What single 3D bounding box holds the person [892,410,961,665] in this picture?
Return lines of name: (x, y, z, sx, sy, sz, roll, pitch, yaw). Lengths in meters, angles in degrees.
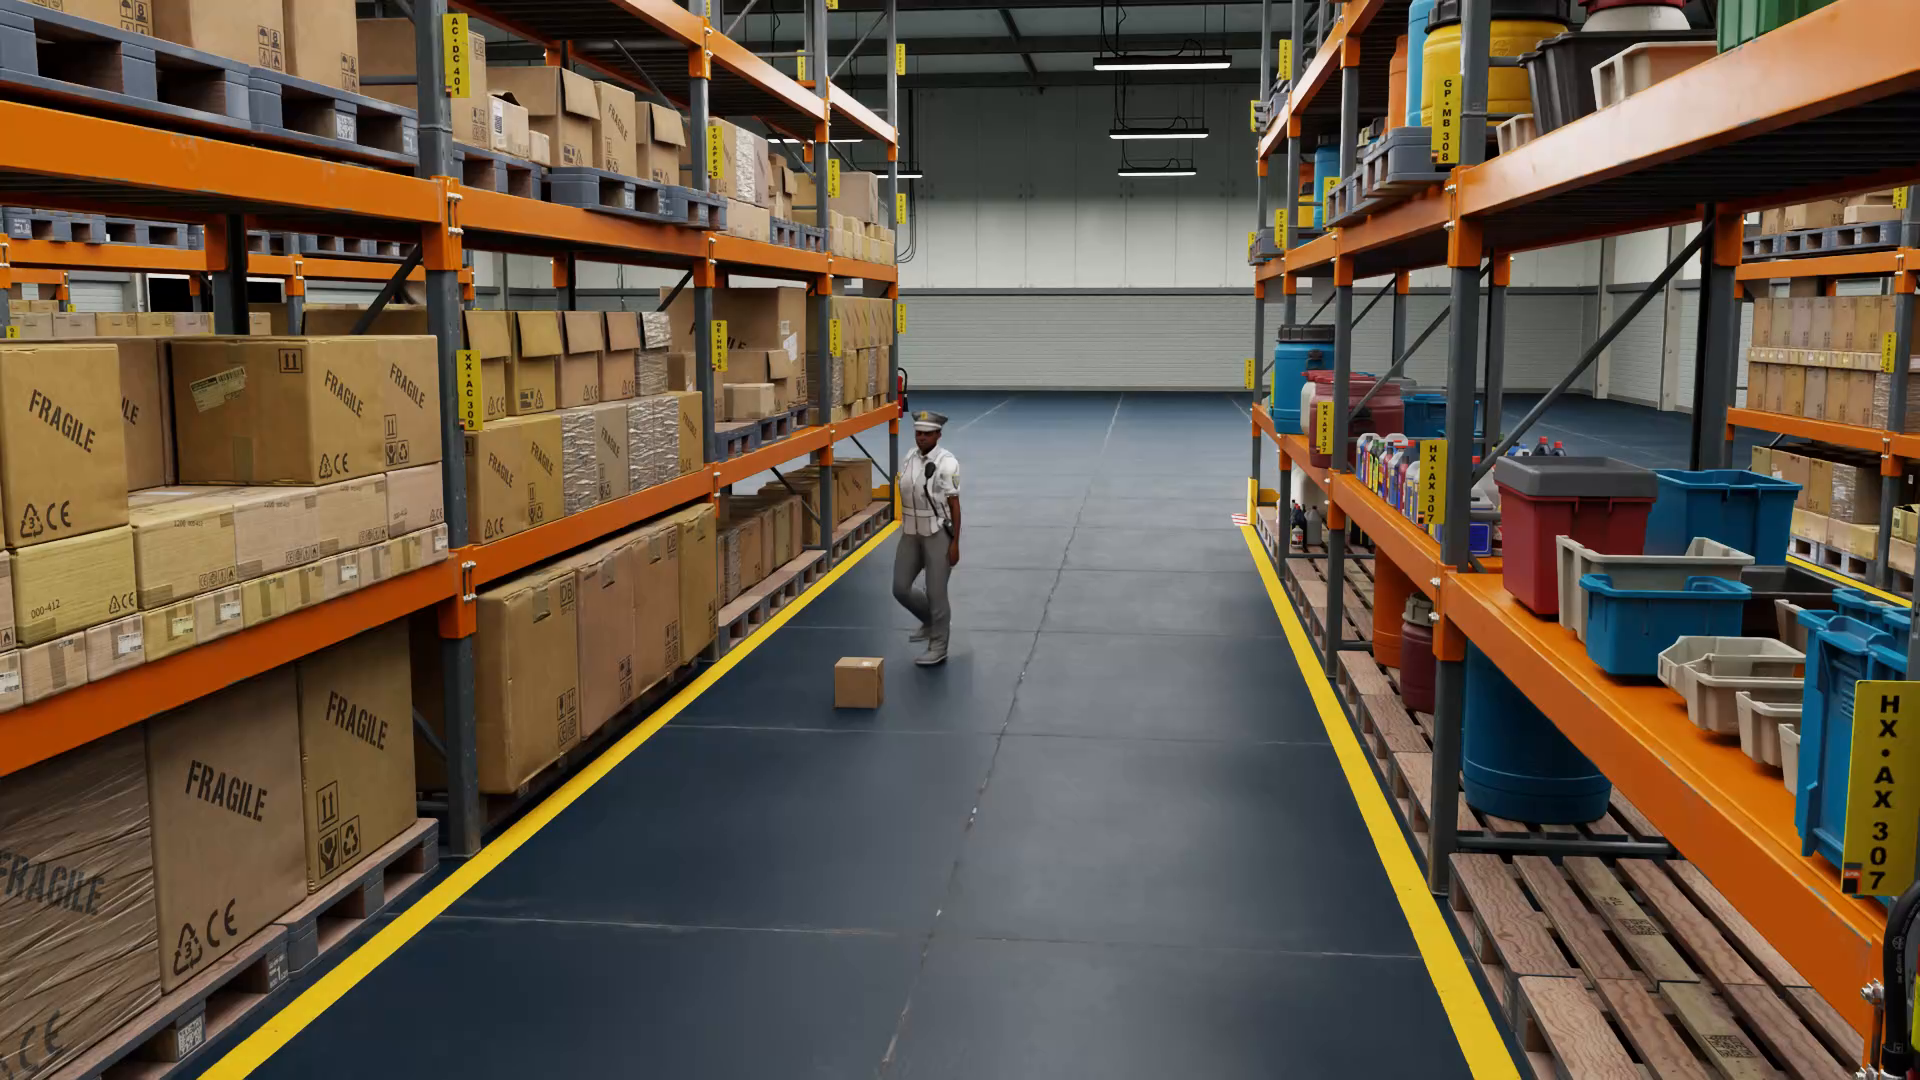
person: (-0.183, -0.028, 10.916, 0.529, 1.669, 0.526, 6, 10, 37)
